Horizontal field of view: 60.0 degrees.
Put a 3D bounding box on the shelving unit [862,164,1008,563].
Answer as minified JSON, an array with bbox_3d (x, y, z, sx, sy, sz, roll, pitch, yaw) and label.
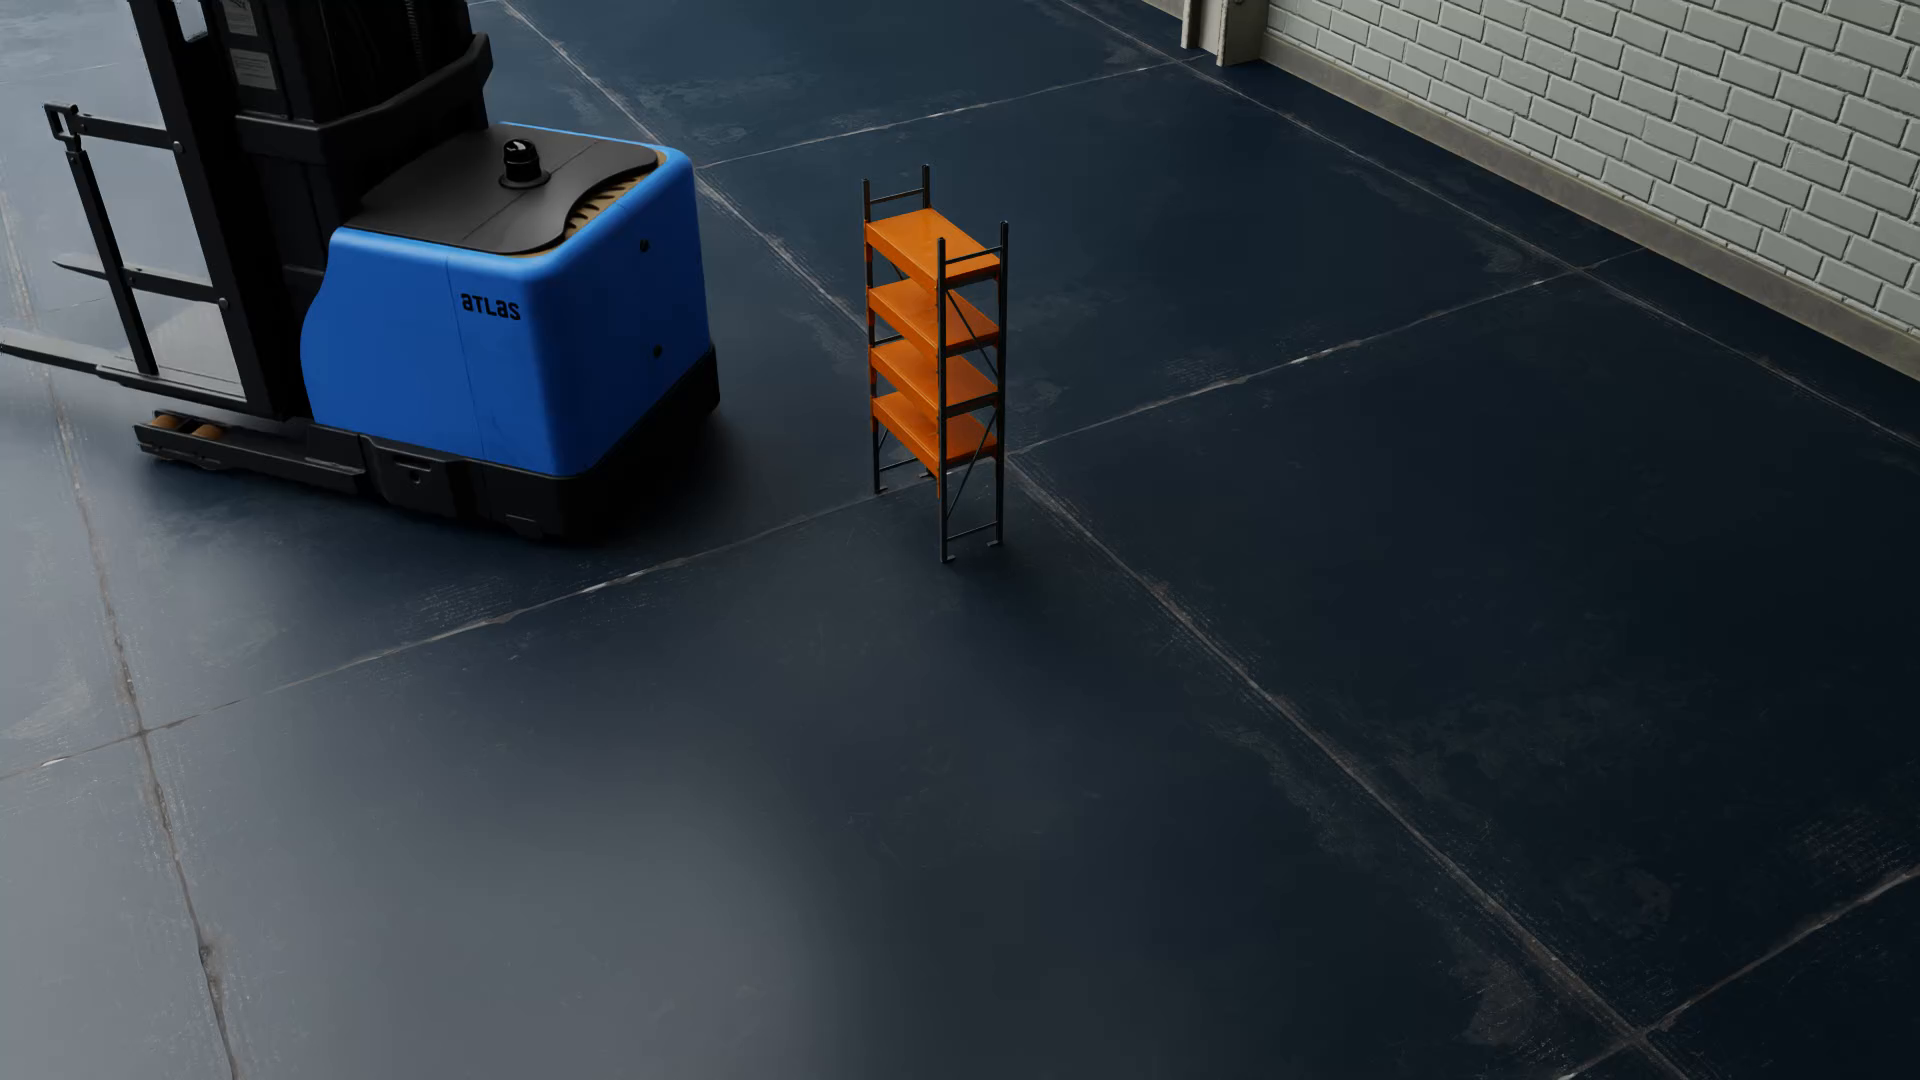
[{"bbox_3d":[-0.083,-0.569,5.512,0.258,1.200,0.503,-19,40,-24],"label":"shelving unit"}]

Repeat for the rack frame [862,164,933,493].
[{"bbox_3d":[-0.206,-0.693,5.682,0.240,1.200,0.015,-19,40,-24],"label":"rack frame"}]

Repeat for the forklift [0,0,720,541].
[{"bbox_3d":[-2.489,-1.715,5.613,3.031,2.935,1.130,12,38,16],"label":"forklift"}]

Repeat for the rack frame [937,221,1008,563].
[{"bbox_3d":[0.039,-0.445,5.341,0.240,1.200,0.015,-19,40,-24],"label":"rack frame"}]

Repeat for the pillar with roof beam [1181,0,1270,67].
[{"bbox_3d":[-2.206,-5.185,5.219,9.100,9.000,0.400,-19,40,-24],"label":"pillar with roof beam"}]

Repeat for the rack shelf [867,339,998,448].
[{"bbox_3d":[-0.083,-0.515,5.551,0.258,0.148,0.480,-19,40,-24],"label":"rack shelf"}]

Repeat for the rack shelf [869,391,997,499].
[{"bbox_3d":[-0.083,-0.354,5.668,0.258,0.148,0.480,-19,40,-24],"label":"rack shelf"}]

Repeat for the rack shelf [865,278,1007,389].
[{"bbox_3d":[-0.083,-0.695,5.419,0.258,0.148,0.480,-19,40,-24],"label":"rack shelf"}]

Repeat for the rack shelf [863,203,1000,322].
[{"bbox_3d":[-0.083,-0.886,5.280,0.258,0.148,0.480,-19,40,-24],"label":"rack shelf"}]
